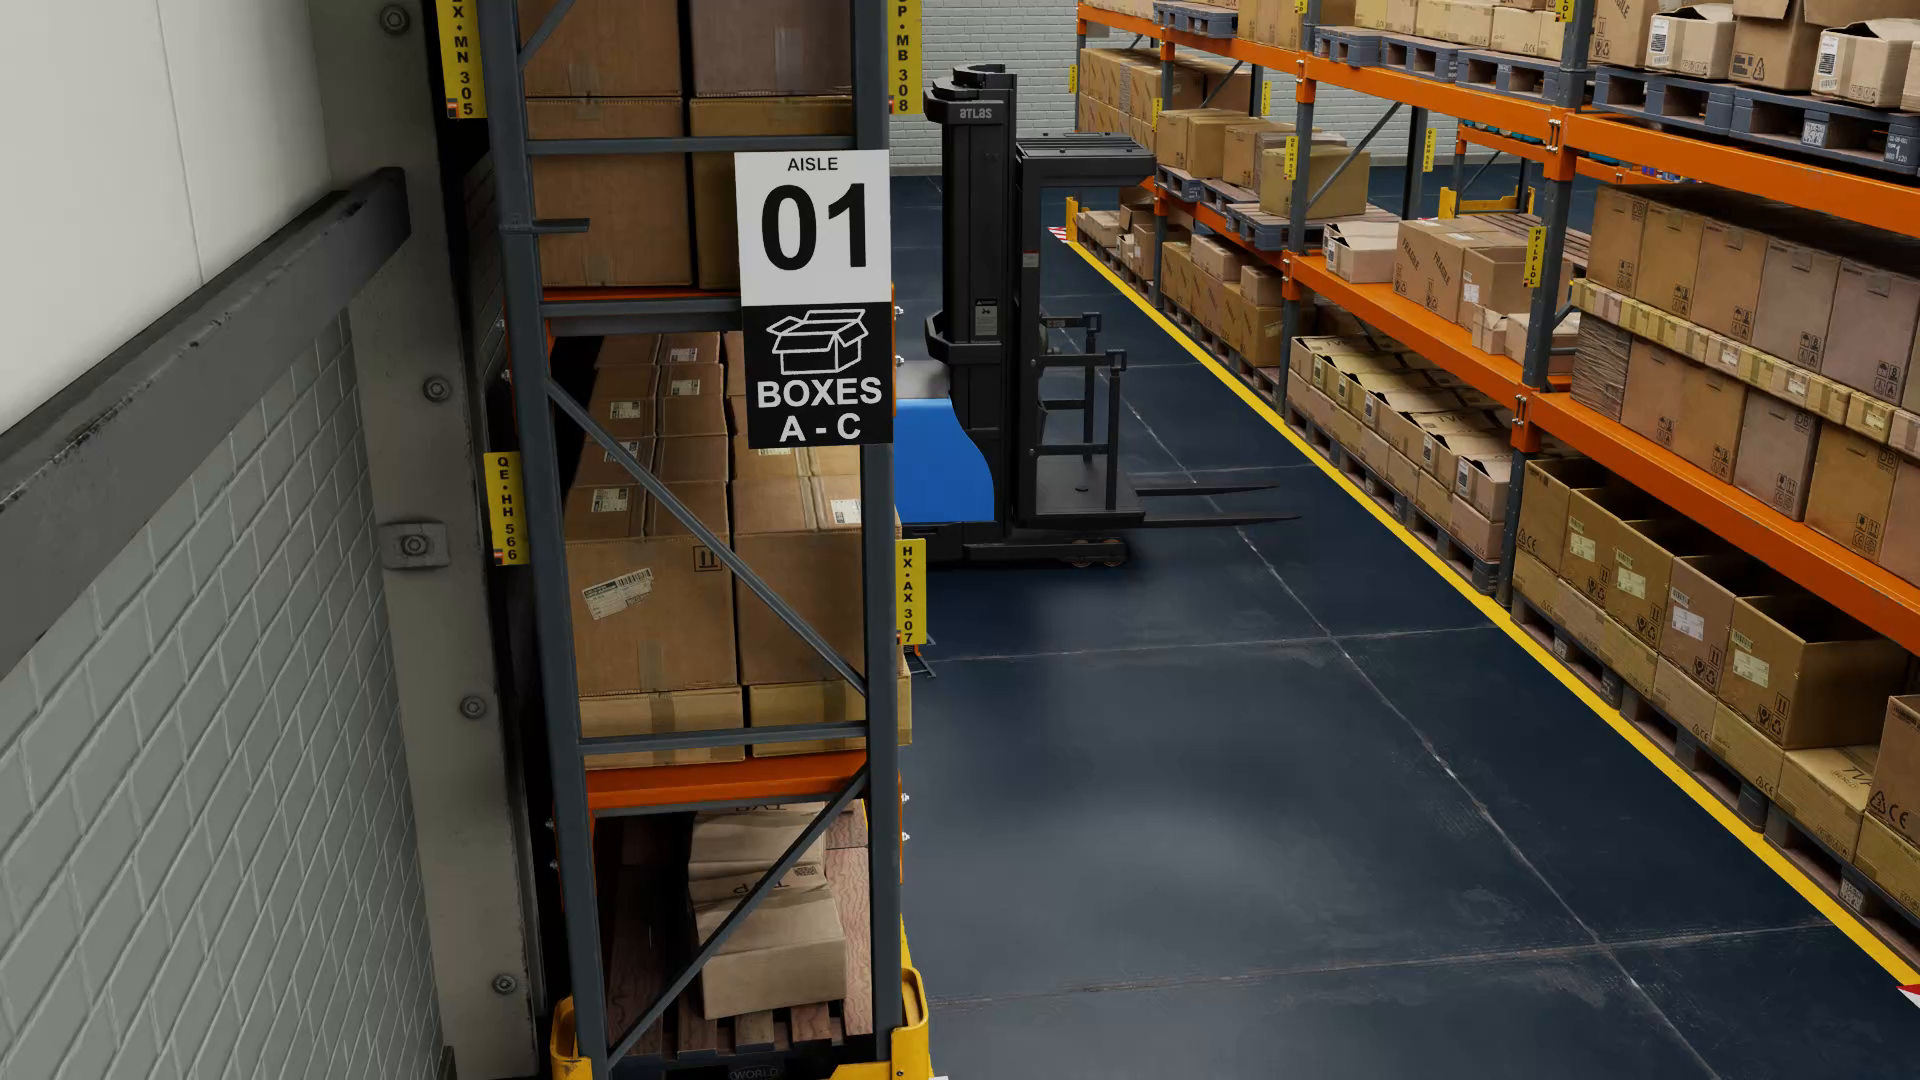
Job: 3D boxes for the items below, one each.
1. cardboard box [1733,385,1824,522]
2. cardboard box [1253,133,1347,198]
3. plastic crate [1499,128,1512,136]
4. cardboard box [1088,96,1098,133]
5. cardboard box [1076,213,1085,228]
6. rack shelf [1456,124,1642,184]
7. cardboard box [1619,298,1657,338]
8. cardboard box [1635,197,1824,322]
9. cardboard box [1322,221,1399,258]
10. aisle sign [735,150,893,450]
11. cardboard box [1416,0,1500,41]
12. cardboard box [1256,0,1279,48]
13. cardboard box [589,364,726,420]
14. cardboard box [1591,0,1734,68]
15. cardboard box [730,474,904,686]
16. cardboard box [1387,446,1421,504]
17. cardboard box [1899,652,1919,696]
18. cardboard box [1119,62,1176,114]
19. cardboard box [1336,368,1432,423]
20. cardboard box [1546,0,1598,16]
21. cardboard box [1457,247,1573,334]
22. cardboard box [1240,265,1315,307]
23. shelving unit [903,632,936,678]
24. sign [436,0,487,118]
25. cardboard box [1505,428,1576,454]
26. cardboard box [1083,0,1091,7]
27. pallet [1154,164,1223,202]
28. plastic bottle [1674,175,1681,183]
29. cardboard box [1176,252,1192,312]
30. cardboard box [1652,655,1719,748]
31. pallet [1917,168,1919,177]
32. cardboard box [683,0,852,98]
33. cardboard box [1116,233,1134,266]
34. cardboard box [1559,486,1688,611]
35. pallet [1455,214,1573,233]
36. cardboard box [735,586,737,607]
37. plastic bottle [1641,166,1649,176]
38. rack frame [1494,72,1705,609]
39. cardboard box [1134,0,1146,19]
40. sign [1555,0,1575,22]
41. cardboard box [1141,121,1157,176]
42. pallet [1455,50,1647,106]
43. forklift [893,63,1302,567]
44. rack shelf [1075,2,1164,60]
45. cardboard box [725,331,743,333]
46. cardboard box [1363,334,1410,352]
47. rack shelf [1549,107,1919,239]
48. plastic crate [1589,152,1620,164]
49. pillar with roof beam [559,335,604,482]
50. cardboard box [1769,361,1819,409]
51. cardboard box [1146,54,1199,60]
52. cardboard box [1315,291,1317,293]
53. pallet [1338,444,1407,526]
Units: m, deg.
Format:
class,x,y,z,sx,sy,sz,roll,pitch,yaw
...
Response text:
class,x,y,z,sx,sy,sz,roll,pitch,yaw
cardboard box,3.936,-0.412,7.388,0.700,0.500,0.500,-2,21,-6
cardboard box,2.919,-3.219,14.304,0.700,0.500,0.500,1,20,2
plastic crate,6.585,-4.907,19.859,0.250,0.136,0.298,-3,21,-8
cardboard box,1.793,-4.908,19.427,0.500,0.500,0.500,-3,21,-8
cardboard box,1.631,-3.915,20.356,0.380,0.149,0.250,-3,21,-8
rack shelf,7.101,-4.425,19.306,1.077,0.370,4.000,-3,21,-8
cardboard box,3.563,-1.123,8.367,0.380,0.149,0.250,-3,21,-9
cardboard box,3.785,-1.378,8.121,0.700,0.500,0.500,-3,21,-8
cardboard box,3.073,-2.267,12.625,0.500,0.311,0.500,-2,21,-4
aisle sign,-0.377,-0.624,4.383,0.394,0.787,0.004,-3,21,-8
cardboard box,3.349,-3.435,10.952,0.500,0.250,0.500,-3,21,-9
cardboard box,2.894,-4.214,13.283,0.910,0.500,0.500,-3,21,-8
cardboard box,-1.177,-0.386,6.577,0.500,0.500,0.500,-3,21,-7
cardboard box,3.452,-2.578,8.102,0.500,0.500,0.500,-1,21,-3
cardboard box,-0.456,0.114,5.239,0.500,0.500,0.500,-3,21,-8
cardboard box,3.148,-0.442,10.941,0.500,0.250,0.500,-2,21,-7
cardboard box,4.201,0.531,7.265,0.500,0.500,0.500,-3,21,-8
cardboard box,2.009,-4.850,17.844,0.500,0.500,0.500,-3,21,-7
cardboard box,3.004,-1.054,11.778,0.500,0.311,0.500,-3,21,-9
cardboard box,3.590,-3.150,9.118,0.500,0.500,0.500,-3,21,-7
cardboard box,3.470,-1.548,10.430,0.500,0.500,0.500,-1,21,-4
cardboard box,2.684,-2.154,14.069,0.500,0.250,0.500,-2,21,-6
shelving unit,-0.434,0.450,9.232,0.258,0.189,1.200,-7,21,-18
sign,-1.237,-1.214,4.128,0.100,0.325,0.005,-3,21,-8
cardboard box,3.760,-0.552,10.436,0.500,0.311,0.500,-3,21,-8
cardboard box,1.733,-6.351,19.360,0.500,0.250,0.500,-3,21,-8
pallet,2.494,-3.449,15.939,1.003,0.211,1.213,-3,21,-8
plastic bottle,7.121,-3.662,16.418,0.097,0.271,0.097,0,20,0
cardboard box,2.404,-2.493,16.047,0.500,0.500,0.500,-3,21,-7
cardboard box,3.619,0.735,7.790,0.500,0.250,0.500,-3,21,-8
pallet,4.141,-1.277,5.686,1.003,0.211,1.213,-3,21,-8
cardboard box,-0.500,-1.491,4.533,0.500,0.500,0.500,-4,21,-12
cardboard box,2.016,-3.211,18.239,0.500,0.311,0.500,-3,21,-8
cardboard box,3.477,0.038,8.586,0.500,0.500,0.500,-3,21,-8
pallet,6.893,-3.861,20.752,1.003,0.211,1.213,-3,21,-8
cardboard box,-0.530,0.281,5.862,0.500,0.250,0.500,-4,21,-9
plastic bottle,7.020,-3.867,16.949,0.061,0.283,0.133,-3,21,-8
rack frame,3.640,-1.052,9.245,1.000,3.000,0.127,-3,21,-8
cardboard box,2.092,-5.485,17.042,0.500,0.250,0.500,-3,21,-8
sign,3.105,-2.816,8.492,0.100,0.325,0.005,-3,21,-8
cardboard box,2.161,-4.028,17.072,0.500,0.500,0.500,-3,21,-7
pallet,3.500,-2.672,9.569,0.805,0.209,1.217,-4,21,-10
forklift,0.623,-1.389,10.245,3.031,2.935,1.130,-1,21,-4
rack shelf,2.199,-5.582,18.116,1.077,0.370,4.000,-3,21,-8
cardboard box,-0.809,-0.770,7.605,0.500,0.500,0.500,-3,21,-8
cardboard box,3.383,-1.439,12.810,0.500,0.311,0.500,-2,21,-6
rack shelf,3.929,-1.427,6.992,1.077,0.370,4.000,-3,21,-8
plastic crate,6.984,-4.235,17.705,0.392,0.384,0.575,-3,21,-8
pillar with roof beam,1.754,-4.719,10.490,9.100,9.000,0.400,-3,21,-8
cardboard box,3.748,-0.677,7.172,0.380,0.149,0.250,-3,21,-8
cardboard box,2.400,-5.227,18.853,0.500,0.500,0.500,-2,21,-6
cardboard box,3.133,-1.999,14.724,0.500,0.500,0.500,-3,21,-8
pallet,3.316,-0.422,11.544,1.003,0.211,1.213,-3,21,-8
